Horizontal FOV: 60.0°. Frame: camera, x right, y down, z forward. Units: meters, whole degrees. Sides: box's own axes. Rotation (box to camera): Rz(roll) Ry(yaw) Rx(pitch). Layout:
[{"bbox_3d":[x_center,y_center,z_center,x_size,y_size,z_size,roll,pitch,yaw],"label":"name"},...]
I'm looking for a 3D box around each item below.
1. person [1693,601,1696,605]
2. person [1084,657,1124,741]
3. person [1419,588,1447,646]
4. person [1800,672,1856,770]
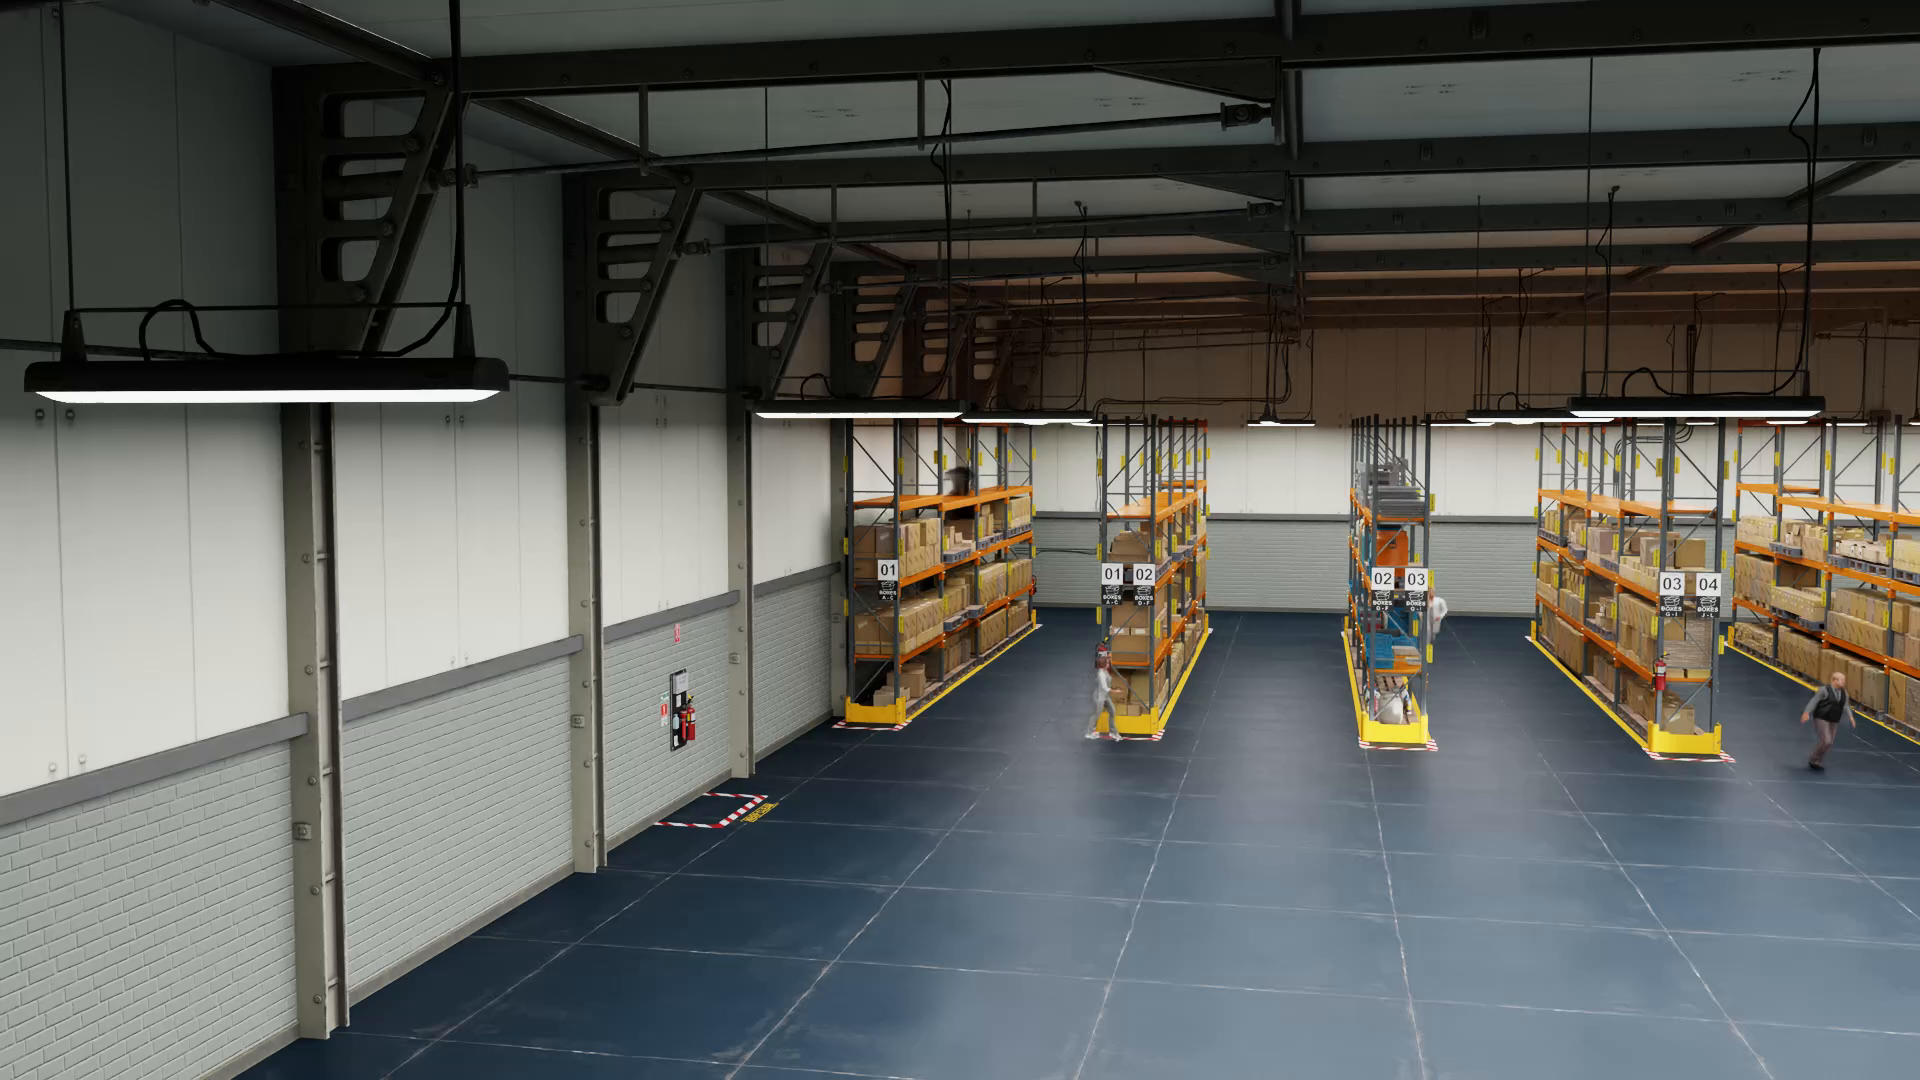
[{"bbox_3d":[18.342,2.162,41.466,0.590,1.572,0.733,2,4,27],"label":"person"},{"bbox_3d":[2.606,2.897,30.362,0.713,1.584,0.528,1,4,17],"label":"person"},{"bbox_3d":[11.789,2.079,41.511,0.713,1.798,0.888,1,4,15],"label":"person"},{"bbox_3d":[14.544,3.031,27.818,0.654,1.675,0.657,-1,4,-18],"label":"person"}]
